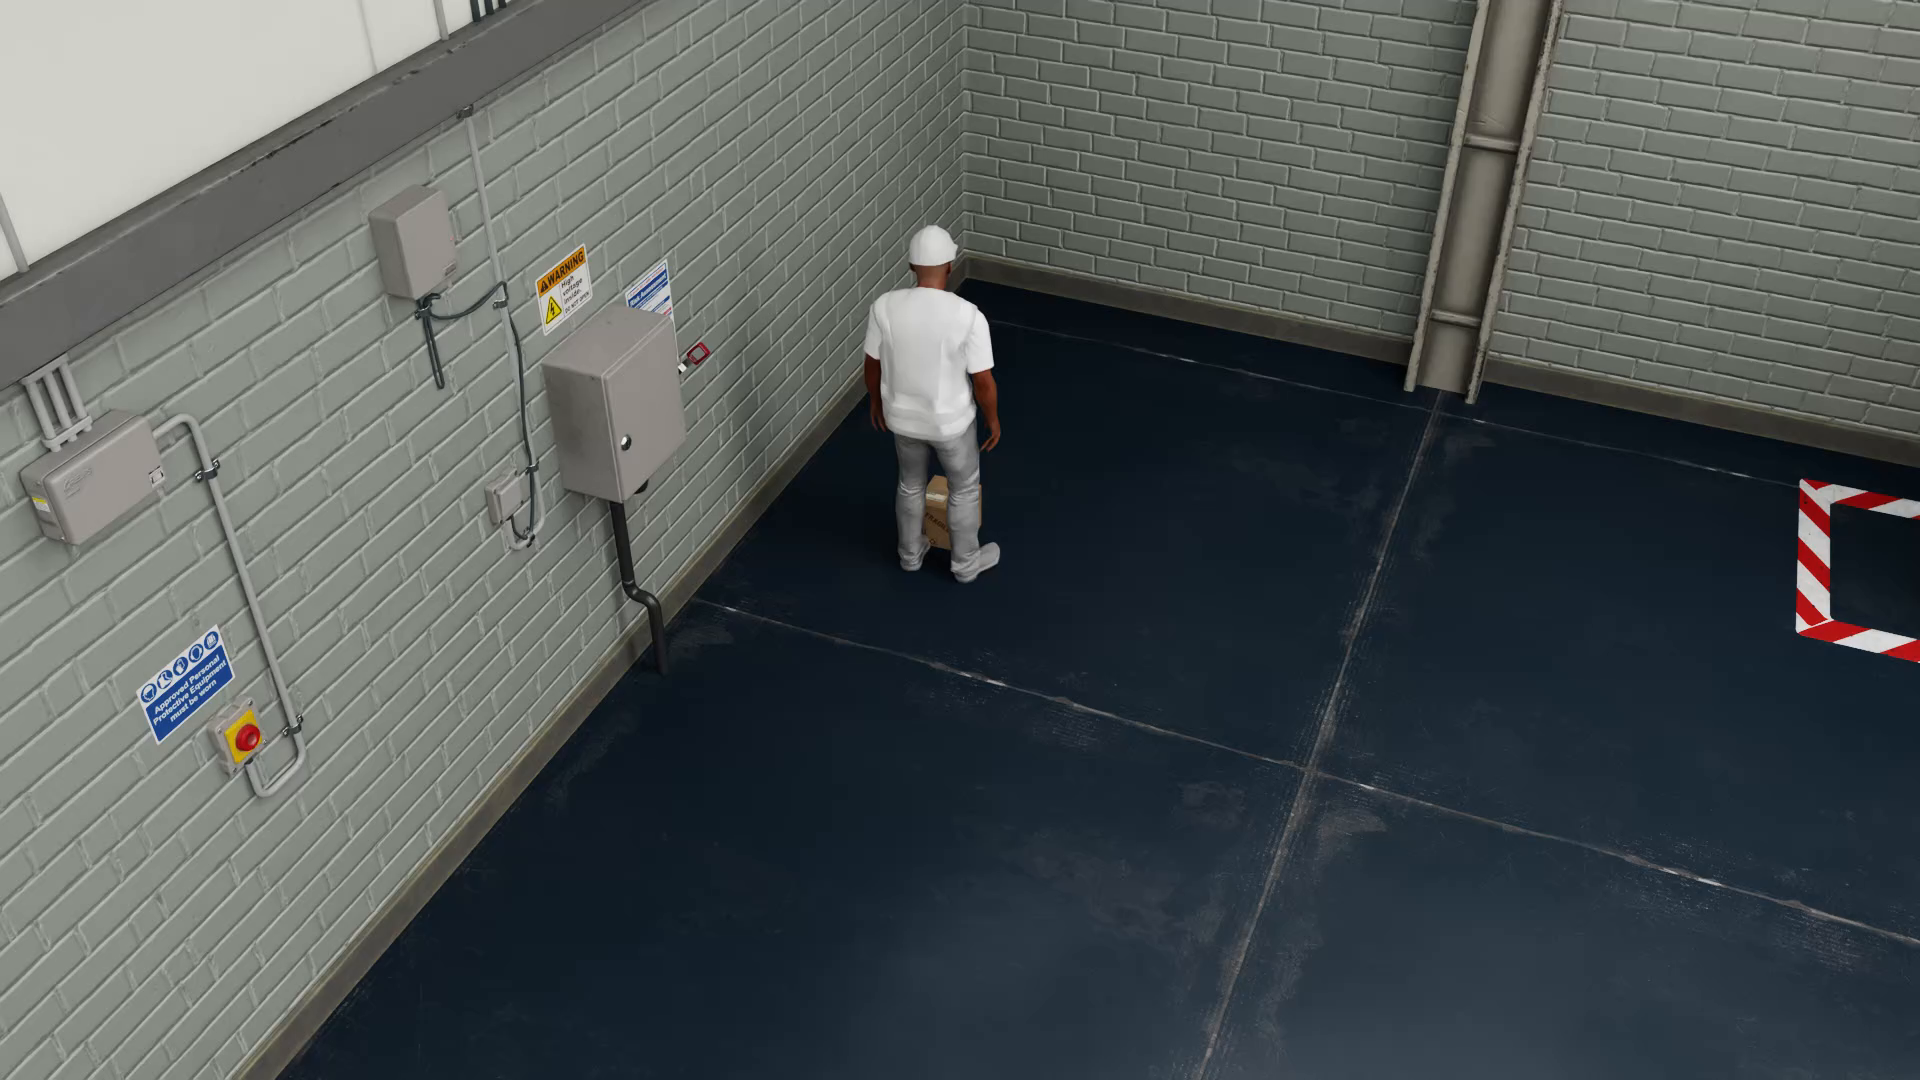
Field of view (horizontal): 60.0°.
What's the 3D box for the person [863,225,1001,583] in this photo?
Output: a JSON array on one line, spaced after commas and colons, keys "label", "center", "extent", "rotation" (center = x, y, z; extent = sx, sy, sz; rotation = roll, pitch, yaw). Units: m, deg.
[{"label": "person", "center": [-0.119, -0.593, 7.586], "extent": [0.629, 1.759, 0.461], "rotation": [12, 39, 15]}]
